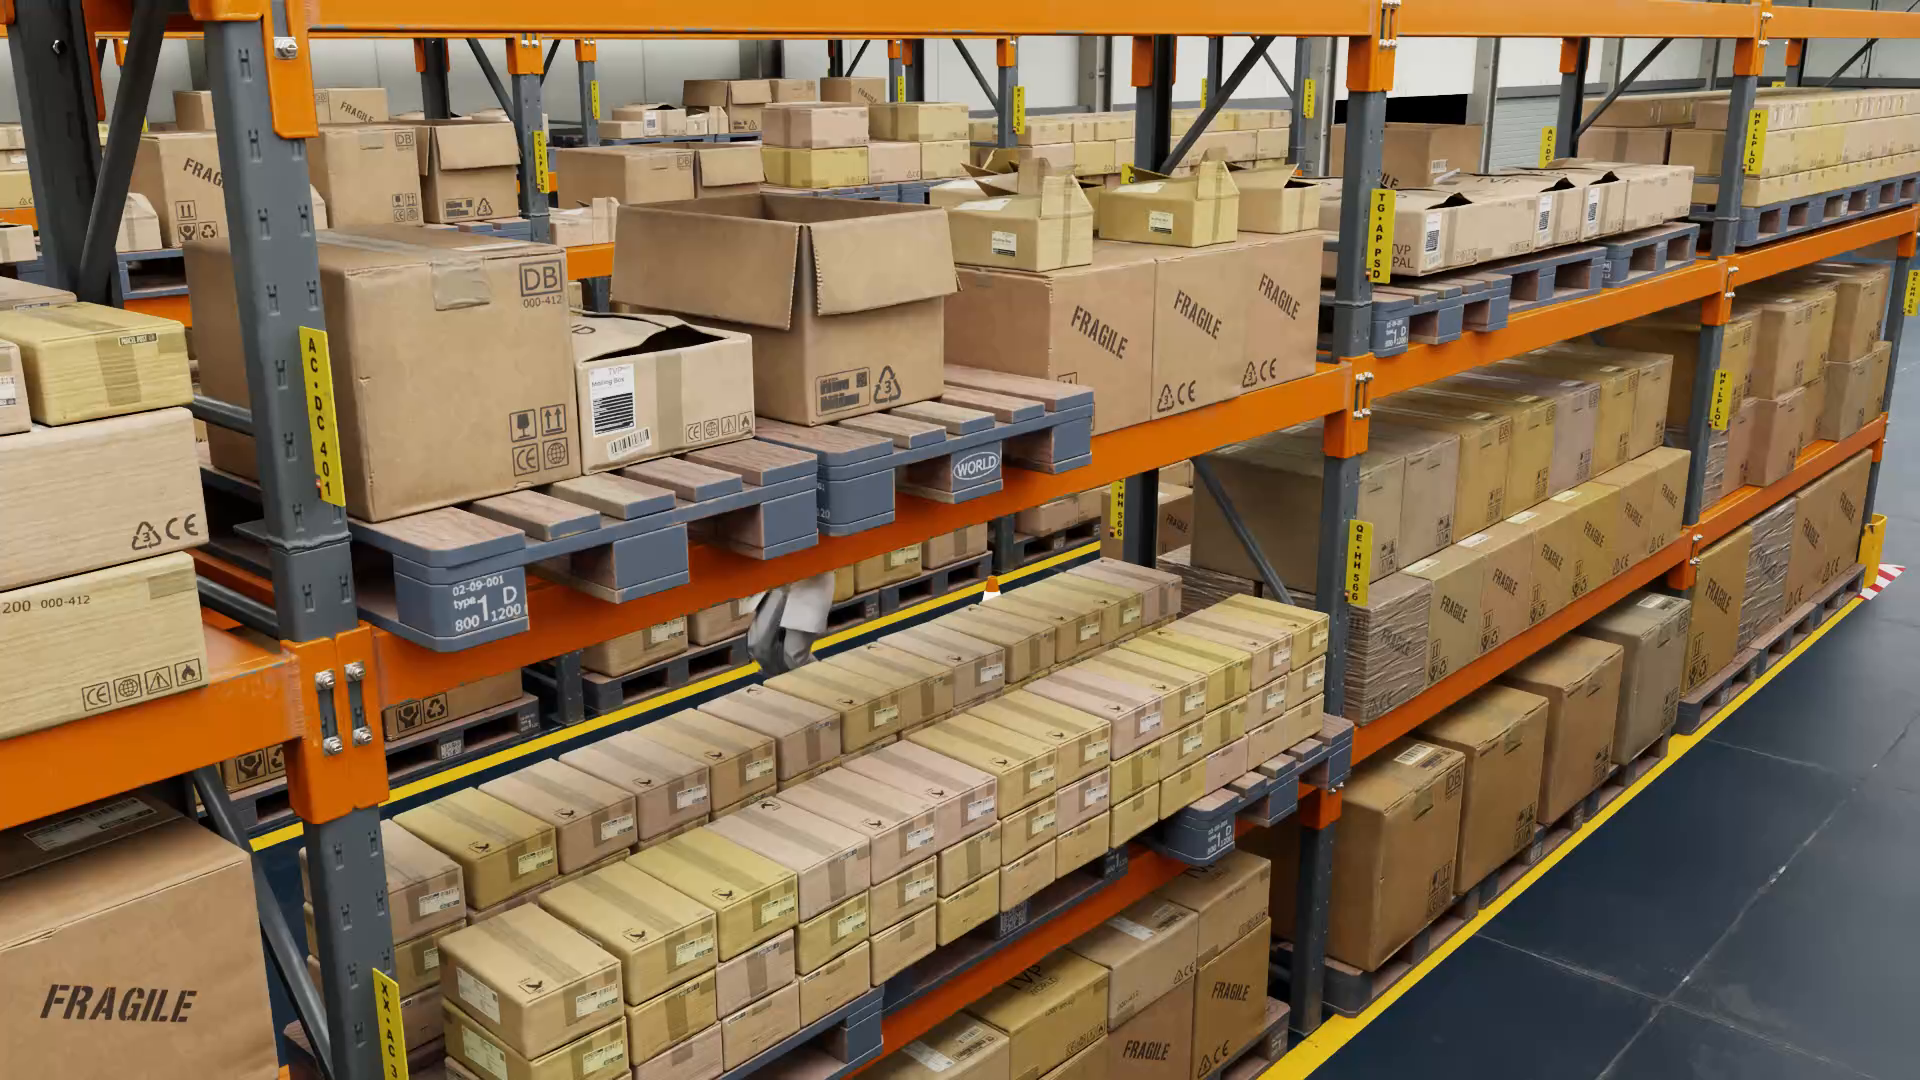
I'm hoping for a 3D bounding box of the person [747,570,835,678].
[{"bbox_3d":[-0.955,0.277,9.740,0.745,1.750,0.545,14,21,38],"label":"person"}]
